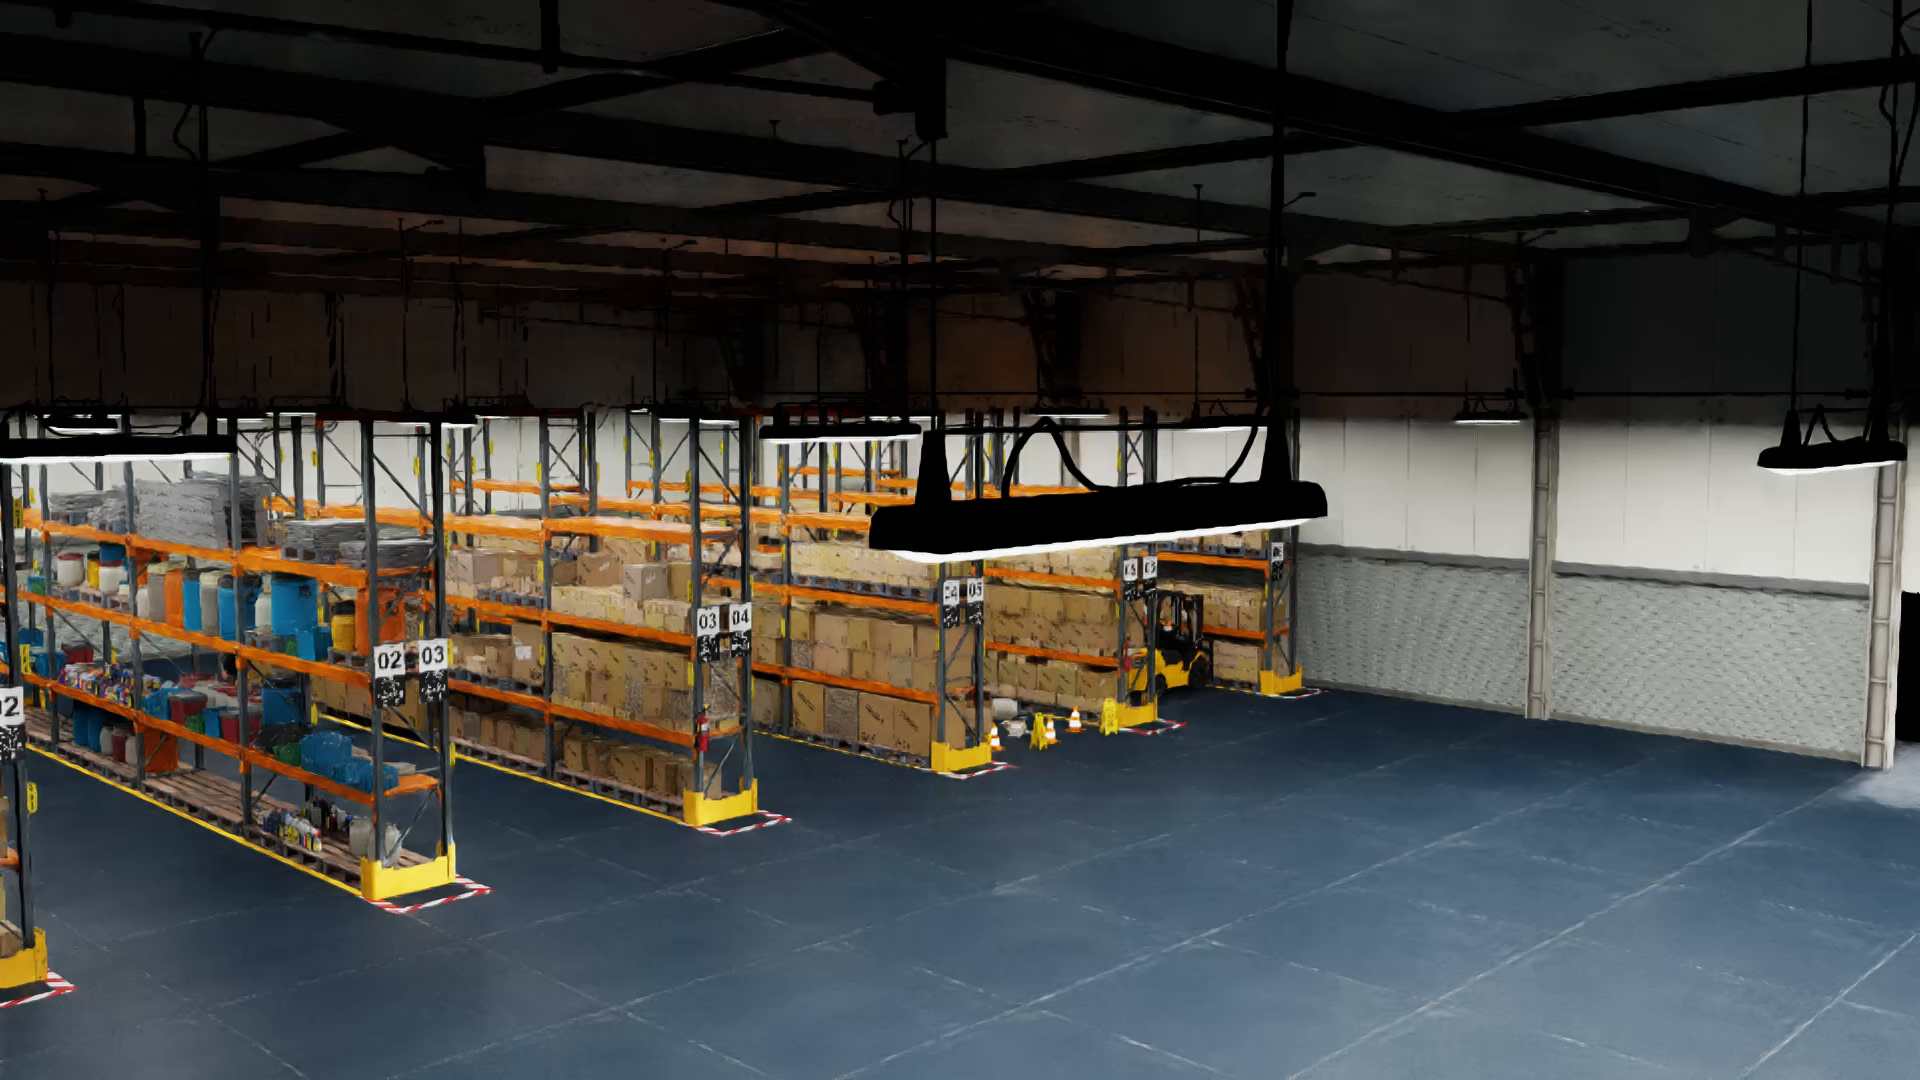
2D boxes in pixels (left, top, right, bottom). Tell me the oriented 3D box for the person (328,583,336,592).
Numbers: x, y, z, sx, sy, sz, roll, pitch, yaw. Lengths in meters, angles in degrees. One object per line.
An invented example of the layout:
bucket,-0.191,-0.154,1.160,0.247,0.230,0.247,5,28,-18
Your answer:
person,-15.218,1.888,39.871,0.487,1.720,0.724,0,5,-2

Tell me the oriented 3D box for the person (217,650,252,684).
person,-14.254,2.610,32.705,0.534,1.671,0.677,5,7,42
